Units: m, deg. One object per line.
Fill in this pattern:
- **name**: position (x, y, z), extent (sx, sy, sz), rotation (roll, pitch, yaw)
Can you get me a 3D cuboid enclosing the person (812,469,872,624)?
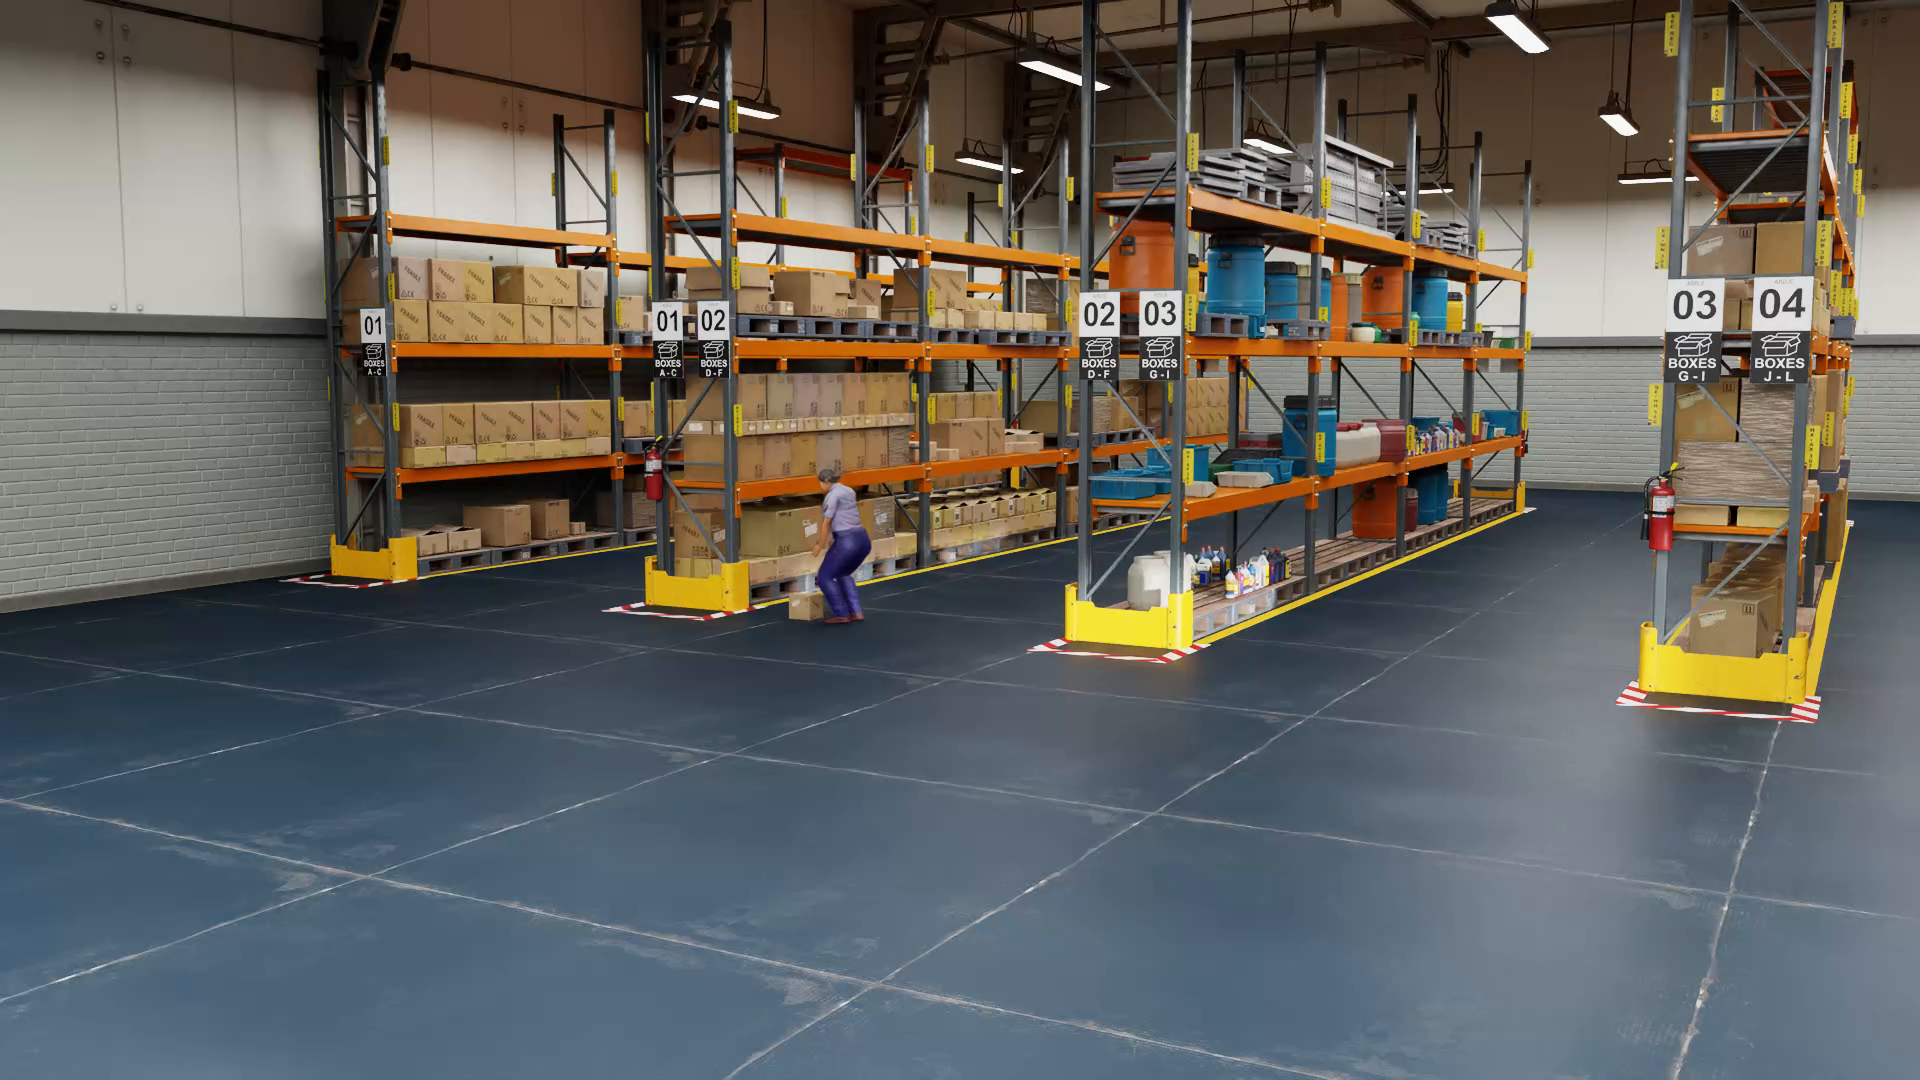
- **person**: position (-1.173, 0.064, 16.474), extent (0.507, 1.529, 0.519), rotation (3, 7, 30)
